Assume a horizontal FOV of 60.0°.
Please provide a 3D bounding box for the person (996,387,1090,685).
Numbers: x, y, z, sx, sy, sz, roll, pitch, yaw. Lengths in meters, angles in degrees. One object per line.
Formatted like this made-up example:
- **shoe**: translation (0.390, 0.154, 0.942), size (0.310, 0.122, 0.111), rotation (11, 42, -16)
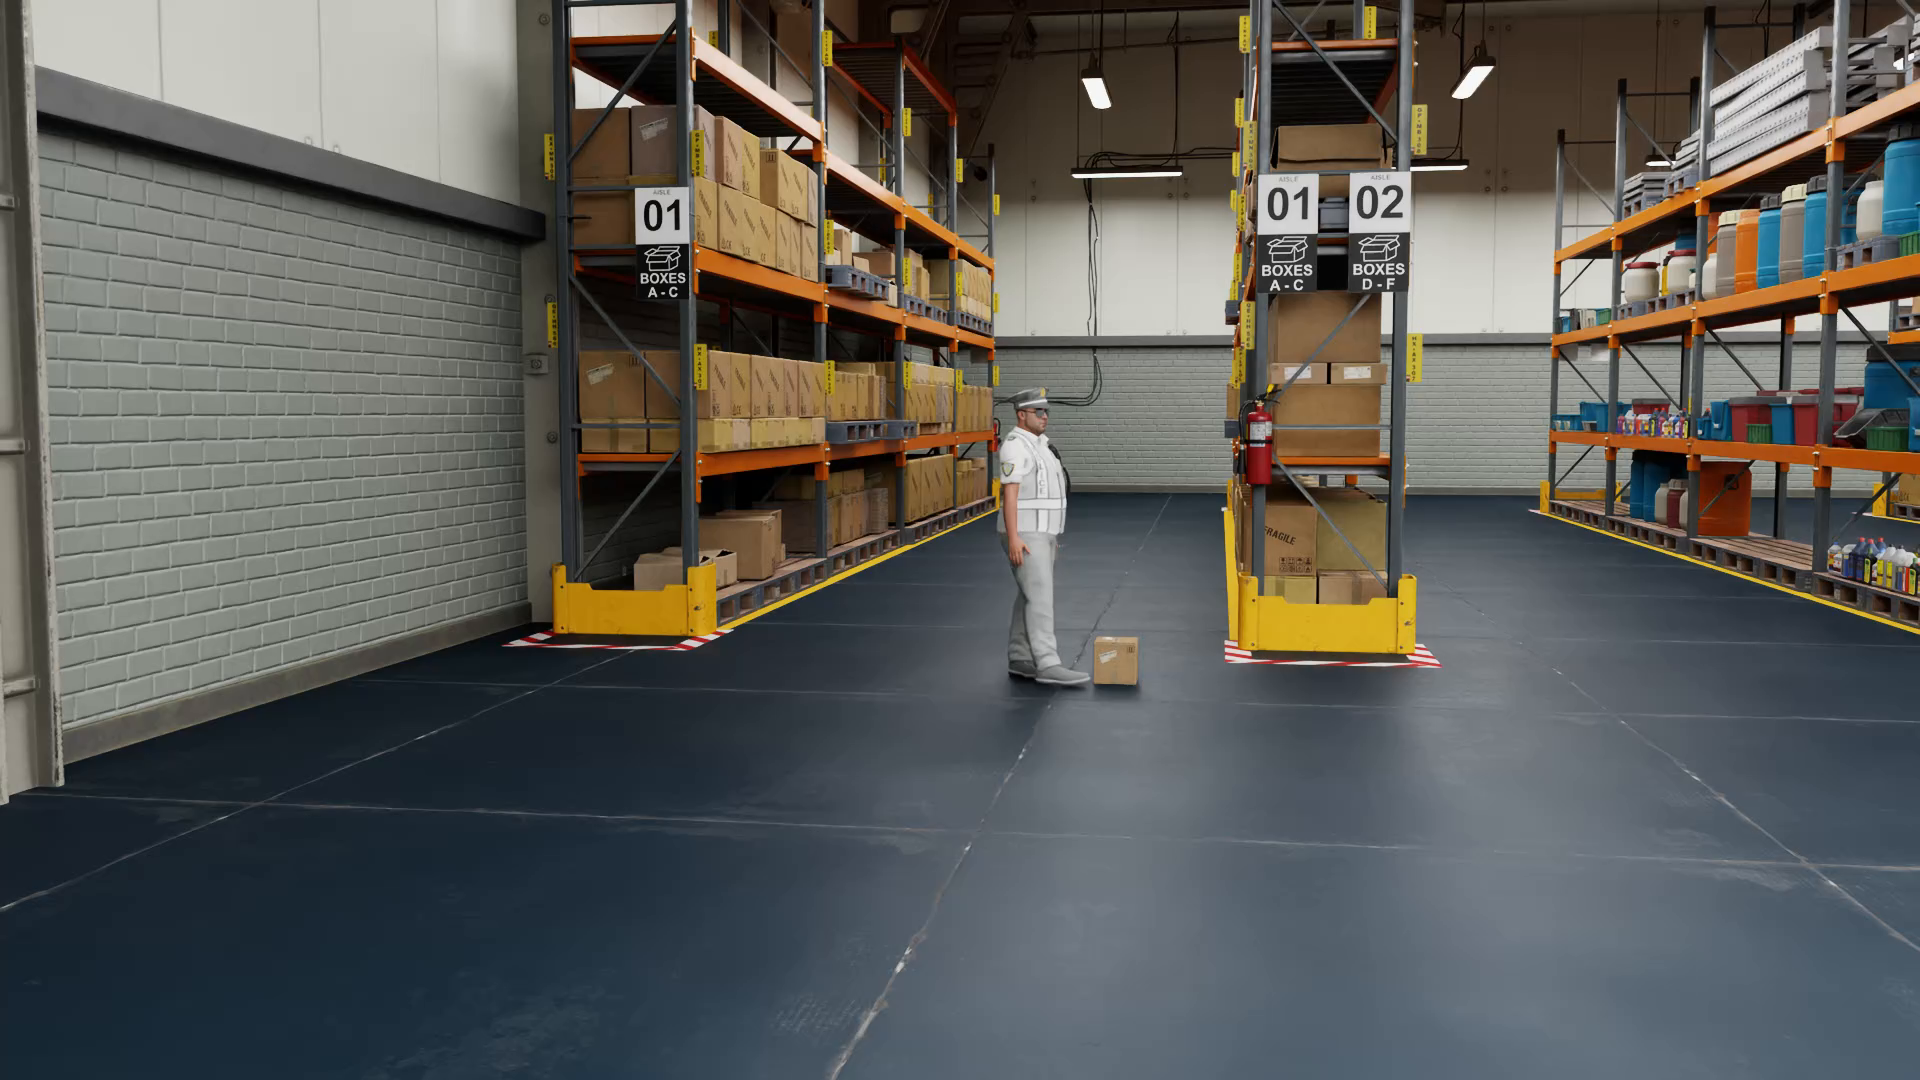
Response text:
- **person**: translation (0.533, -0.037, 9.945), size (0.613, 1.752, 0.541), rotation (2, 5, 23)
